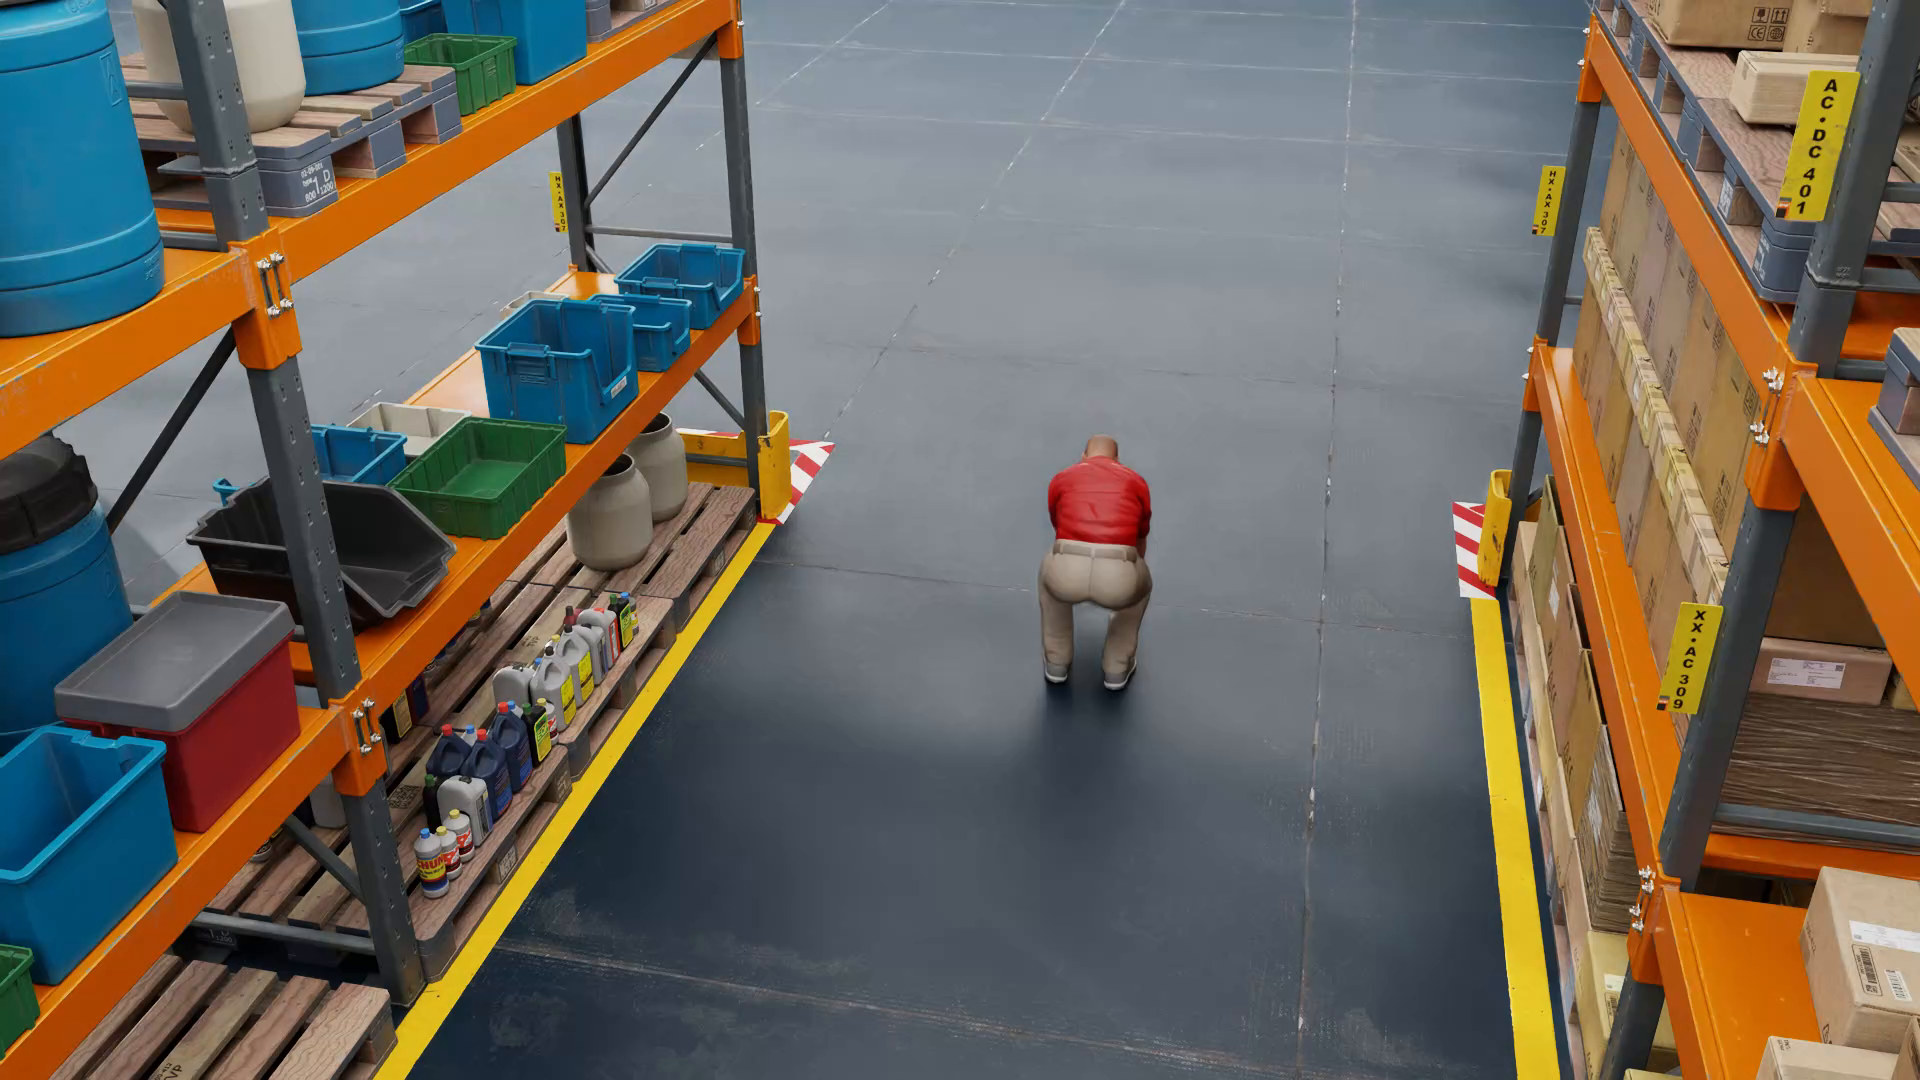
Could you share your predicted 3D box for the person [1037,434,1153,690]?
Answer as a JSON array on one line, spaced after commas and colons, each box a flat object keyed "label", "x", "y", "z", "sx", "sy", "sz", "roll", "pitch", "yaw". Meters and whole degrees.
[{"label": "person", "x": 0.629, "y": 0.116, "z": 7.721, "sx": 0.542, "sy": 0.976, "sz": 0.920, "roll": 5, "pitch": 29, "yaw": 9}]
